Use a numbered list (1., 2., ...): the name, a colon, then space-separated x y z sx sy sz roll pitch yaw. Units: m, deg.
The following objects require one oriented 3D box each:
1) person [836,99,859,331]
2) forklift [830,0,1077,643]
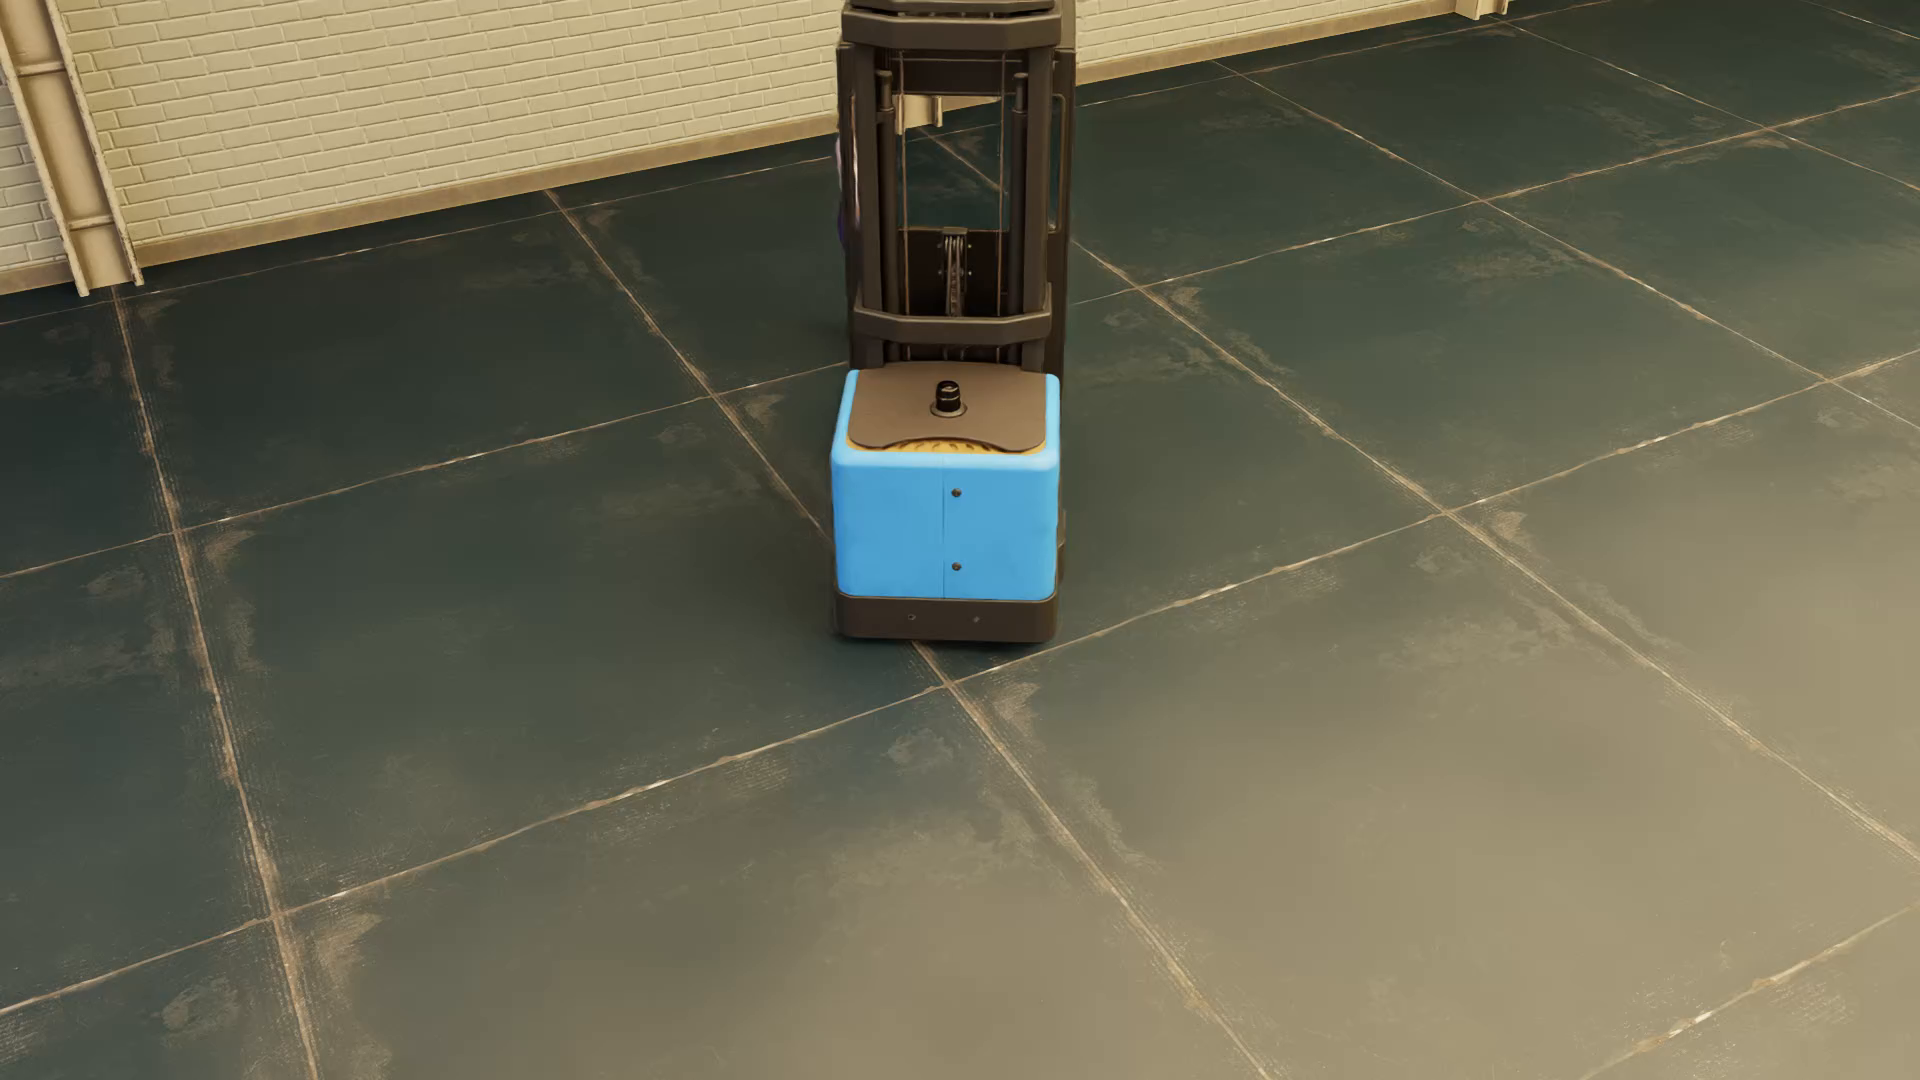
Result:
1. person: -0.457 -1.866 9.918 0.529 1.599 0.663 -4 36 -6
2. forklift: -0.005 -1.537 8.297 1.130 2.935 3.031 2 35 2
